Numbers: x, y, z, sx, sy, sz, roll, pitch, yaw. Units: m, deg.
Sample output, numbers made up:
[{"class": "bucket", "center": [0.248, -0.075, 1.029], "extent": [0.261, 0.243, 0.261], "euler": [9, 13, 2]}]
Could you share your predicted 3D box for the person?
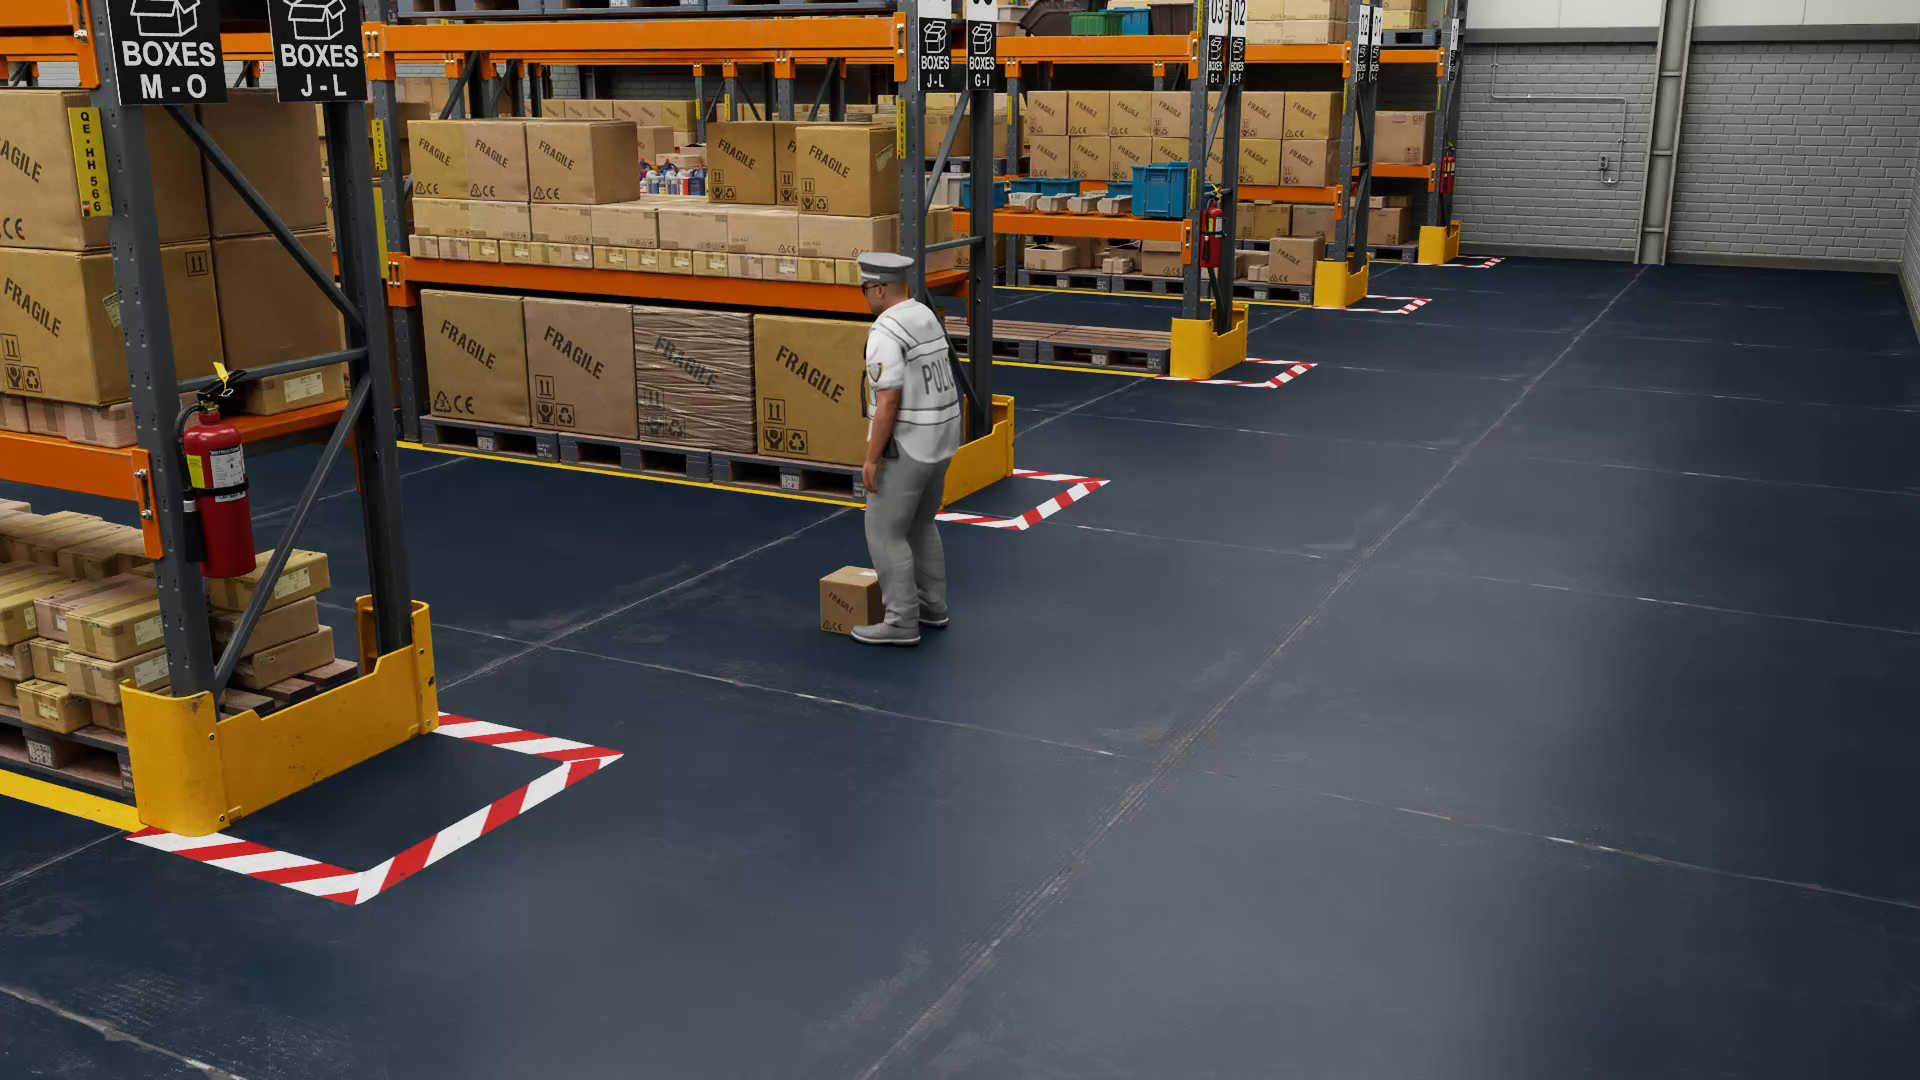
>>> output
[{"class": "person", "center": [-0.237, -0.404, 7.454], "extent": [0.435, 1.748, 0.592], "euler": [7, 17, 25]}]
